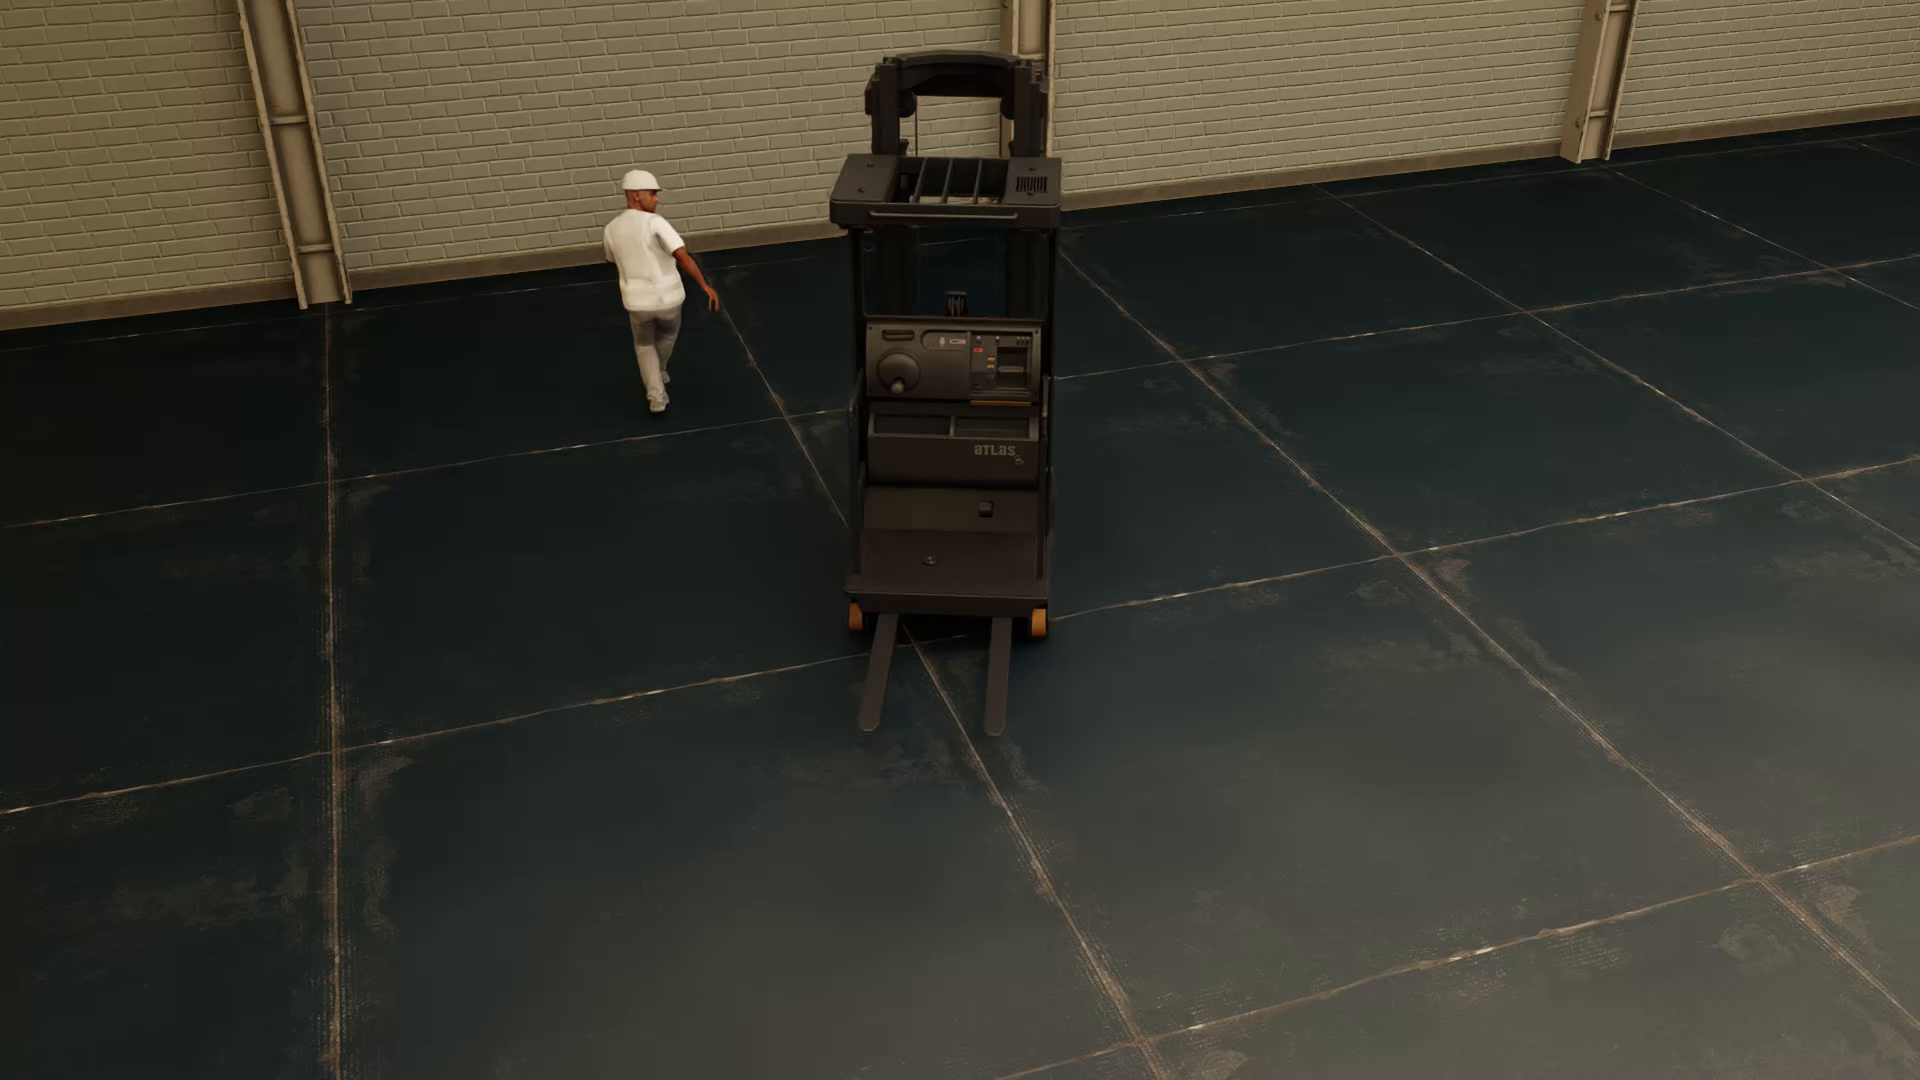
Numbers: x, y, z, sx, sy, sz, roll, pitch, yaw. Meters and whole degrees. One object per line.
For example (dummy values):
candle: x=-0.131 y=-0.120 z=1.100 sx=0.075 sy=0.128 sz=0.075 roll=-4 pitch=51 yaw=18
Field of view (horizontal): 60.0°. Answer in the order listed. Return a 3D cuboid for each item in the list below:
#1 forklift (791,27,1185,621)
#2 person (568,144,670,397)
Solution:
forklift: x=0.340 y=-1.504 z=9.701 sx=1.130 sy=2.935 sz=3.031 roll=21 pitch=36 yaw=32
person: x=-2.380 y=-1.868 z=11.503 sx=0.552 sy=1.771 sz=0.381 roll=18 pitch=35 yaw=28
